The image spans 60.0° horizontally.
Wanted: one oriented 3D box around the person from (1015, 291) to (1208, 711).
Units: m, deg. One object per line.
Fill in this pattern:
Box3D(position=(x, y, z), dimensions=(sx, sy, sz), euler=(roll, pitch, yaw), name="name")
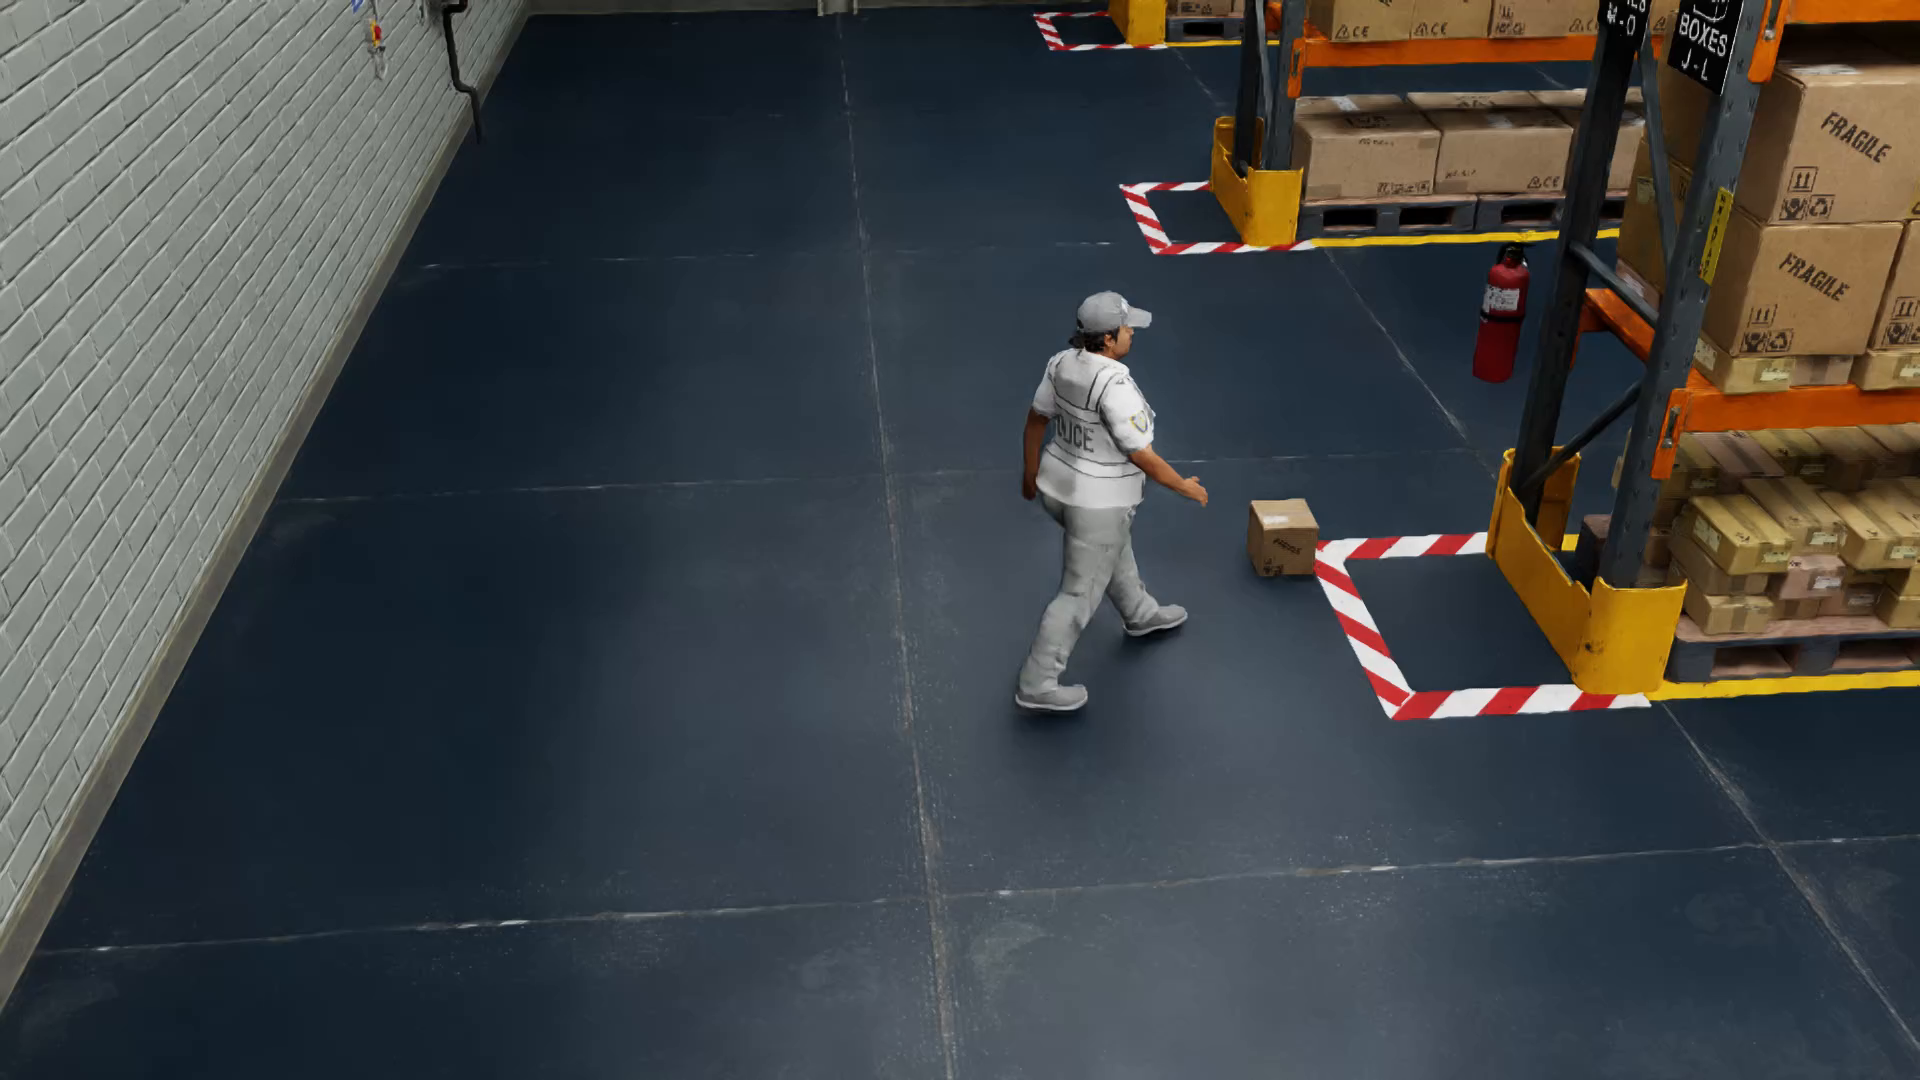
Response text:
Box3D(position=(0.558, -0.210, 6.480), dimensions=(0.986, 1.607, 0.640), euler=(-17, 35, -25), name="person")
